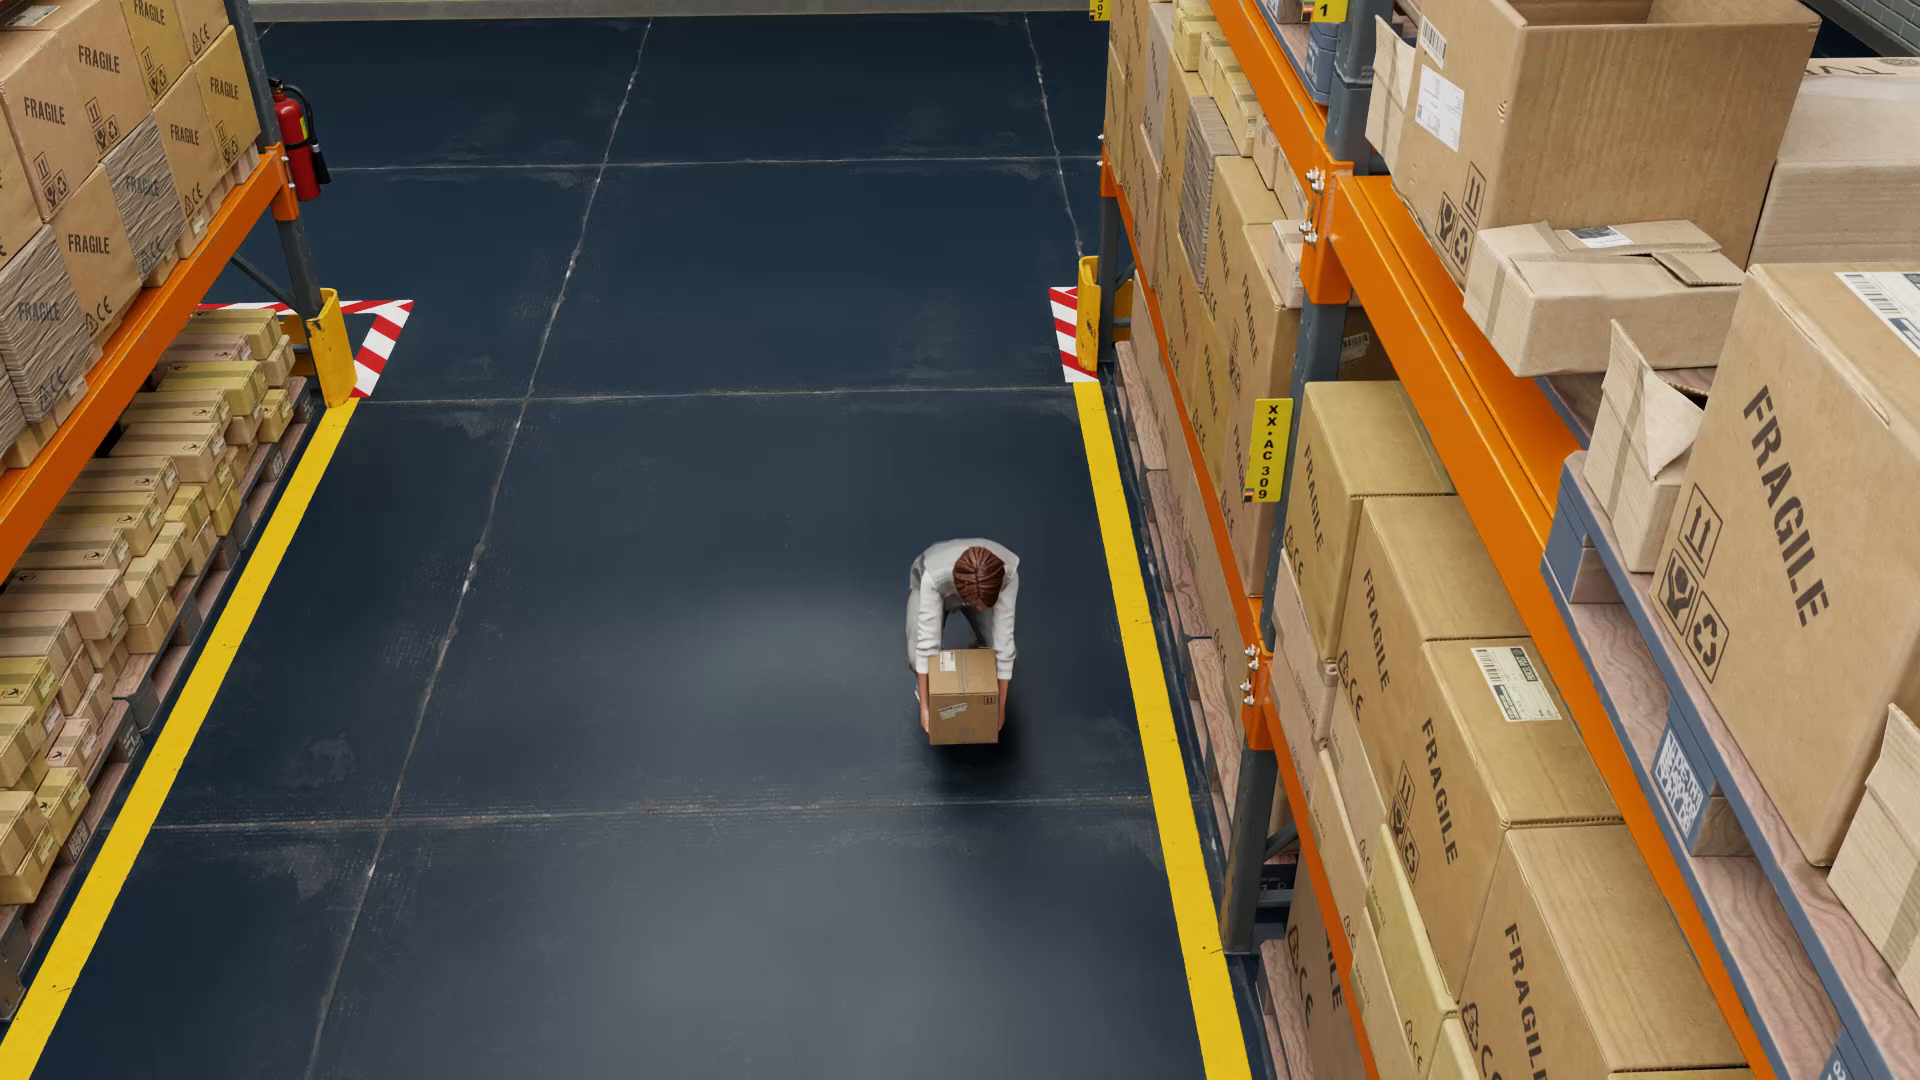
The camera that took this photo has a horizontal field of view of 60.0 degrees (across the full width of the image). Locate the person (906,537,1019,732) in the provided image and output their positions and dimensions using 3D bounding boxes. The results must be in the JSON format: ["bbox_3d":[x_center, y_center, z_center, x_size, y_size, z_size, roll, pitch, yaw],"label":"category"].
[{"bbox_3d":[0.004,0.288,6.339,0.423,0.923,0.795,-2,36,-3],"label":"person"}]
